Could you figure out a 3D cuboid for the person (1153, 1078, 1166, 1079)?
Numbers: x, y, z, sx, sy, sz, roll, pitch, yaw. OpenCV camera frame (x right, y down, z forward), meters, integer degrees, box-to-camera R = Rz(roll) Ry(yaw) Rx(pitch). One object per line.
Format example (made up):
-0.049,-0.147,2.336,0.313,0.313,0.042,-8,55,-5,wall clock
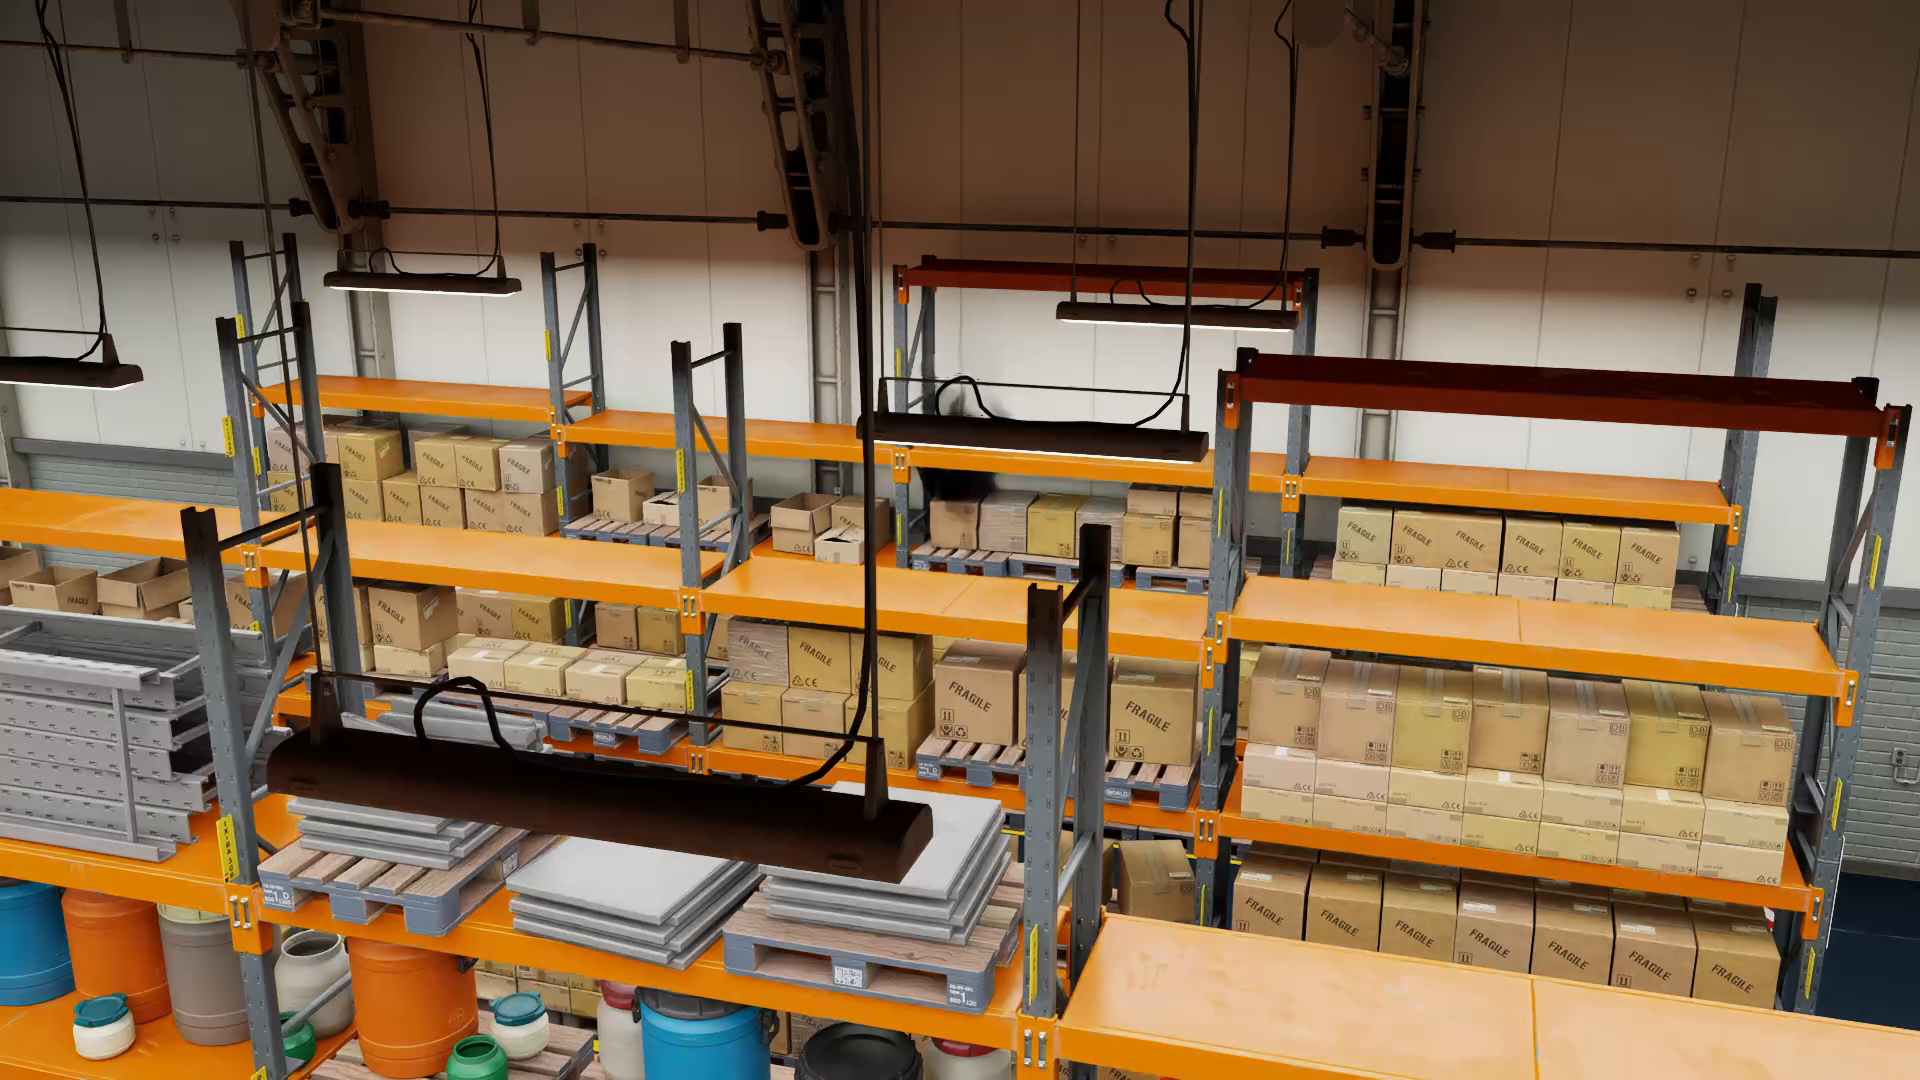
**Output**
1.296,4.277,10.800,0.715,1.755,0.655,0,16,1,person
